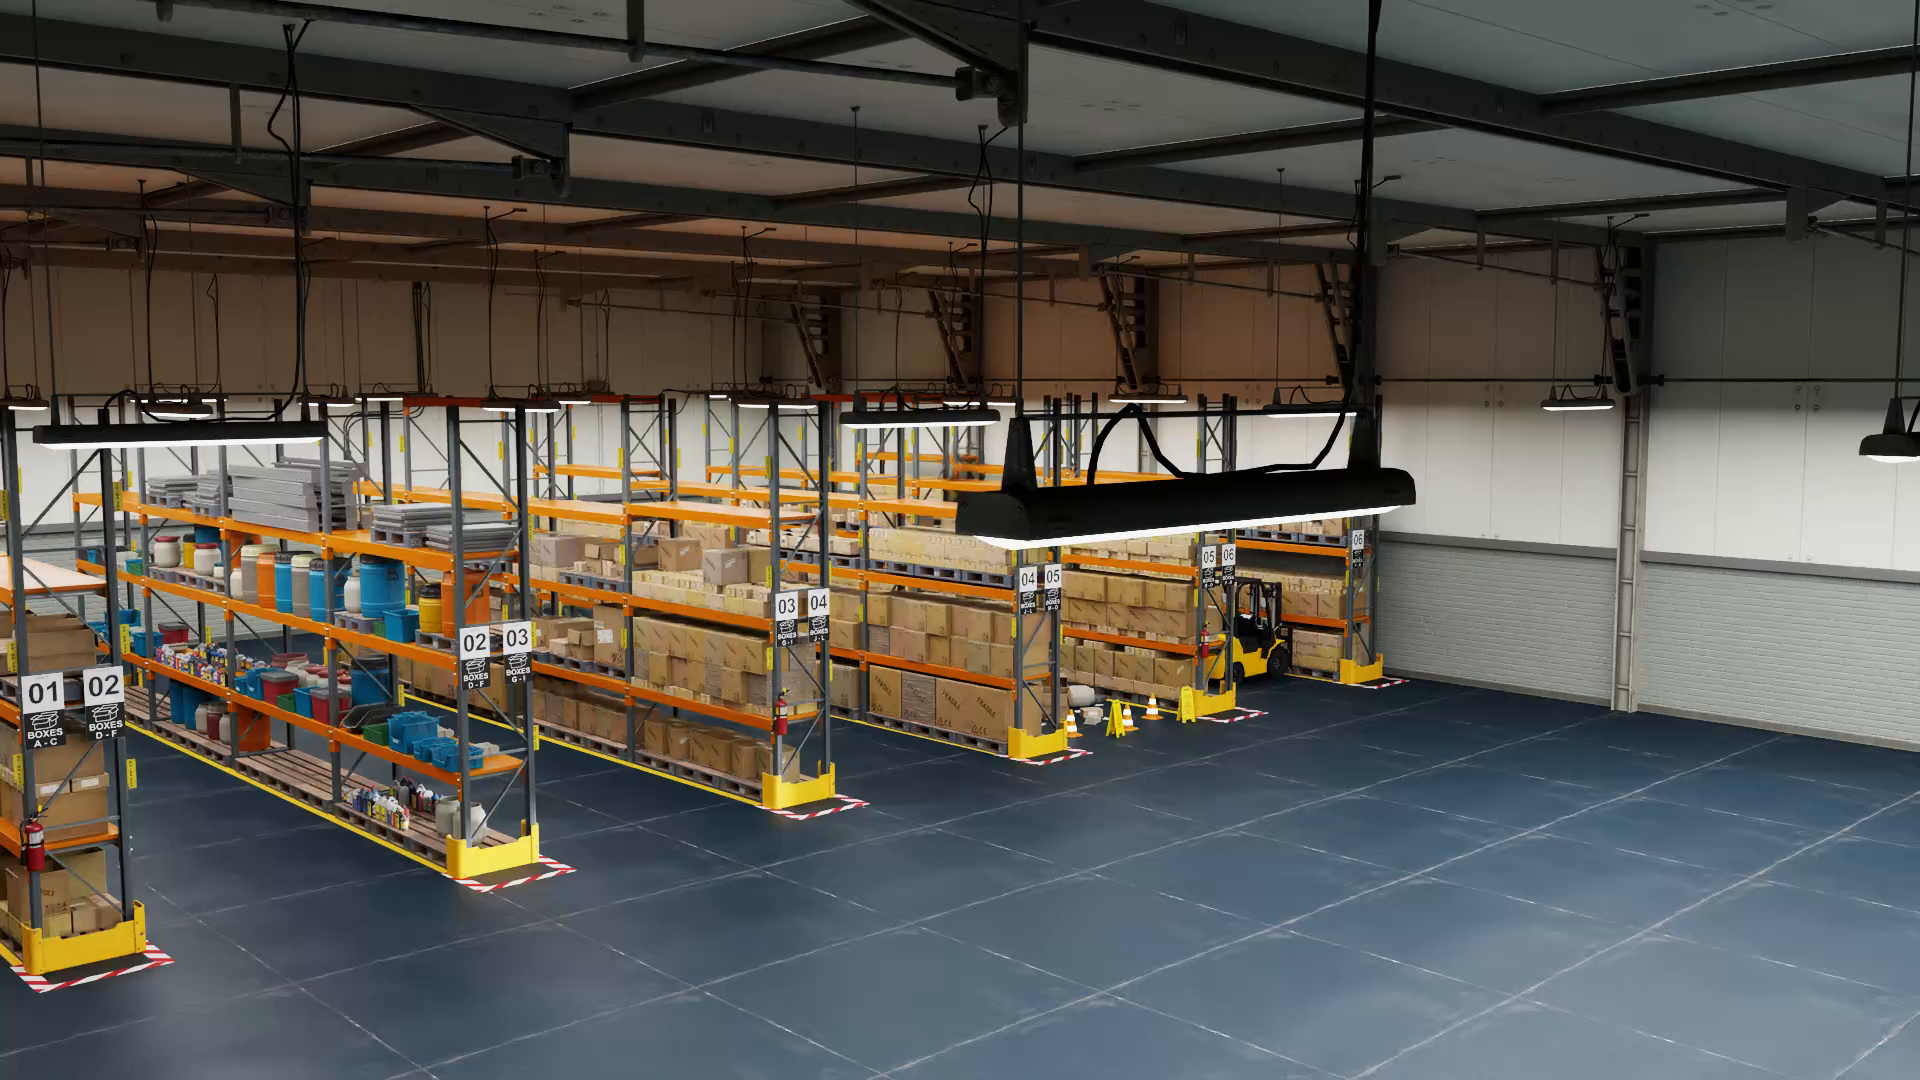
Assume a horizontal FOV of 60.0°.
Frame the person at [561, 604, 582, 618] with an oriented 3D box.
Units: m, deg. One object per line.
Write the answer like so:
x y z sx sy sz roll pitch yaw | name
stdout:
-9.592 1.456 41.319 0.518 1.597 0.981 0 6 4 | person

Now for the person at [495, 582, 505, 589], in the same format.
-10.931 1.633 39.800 0.715 1.736 0.601 3 6 27 | person
